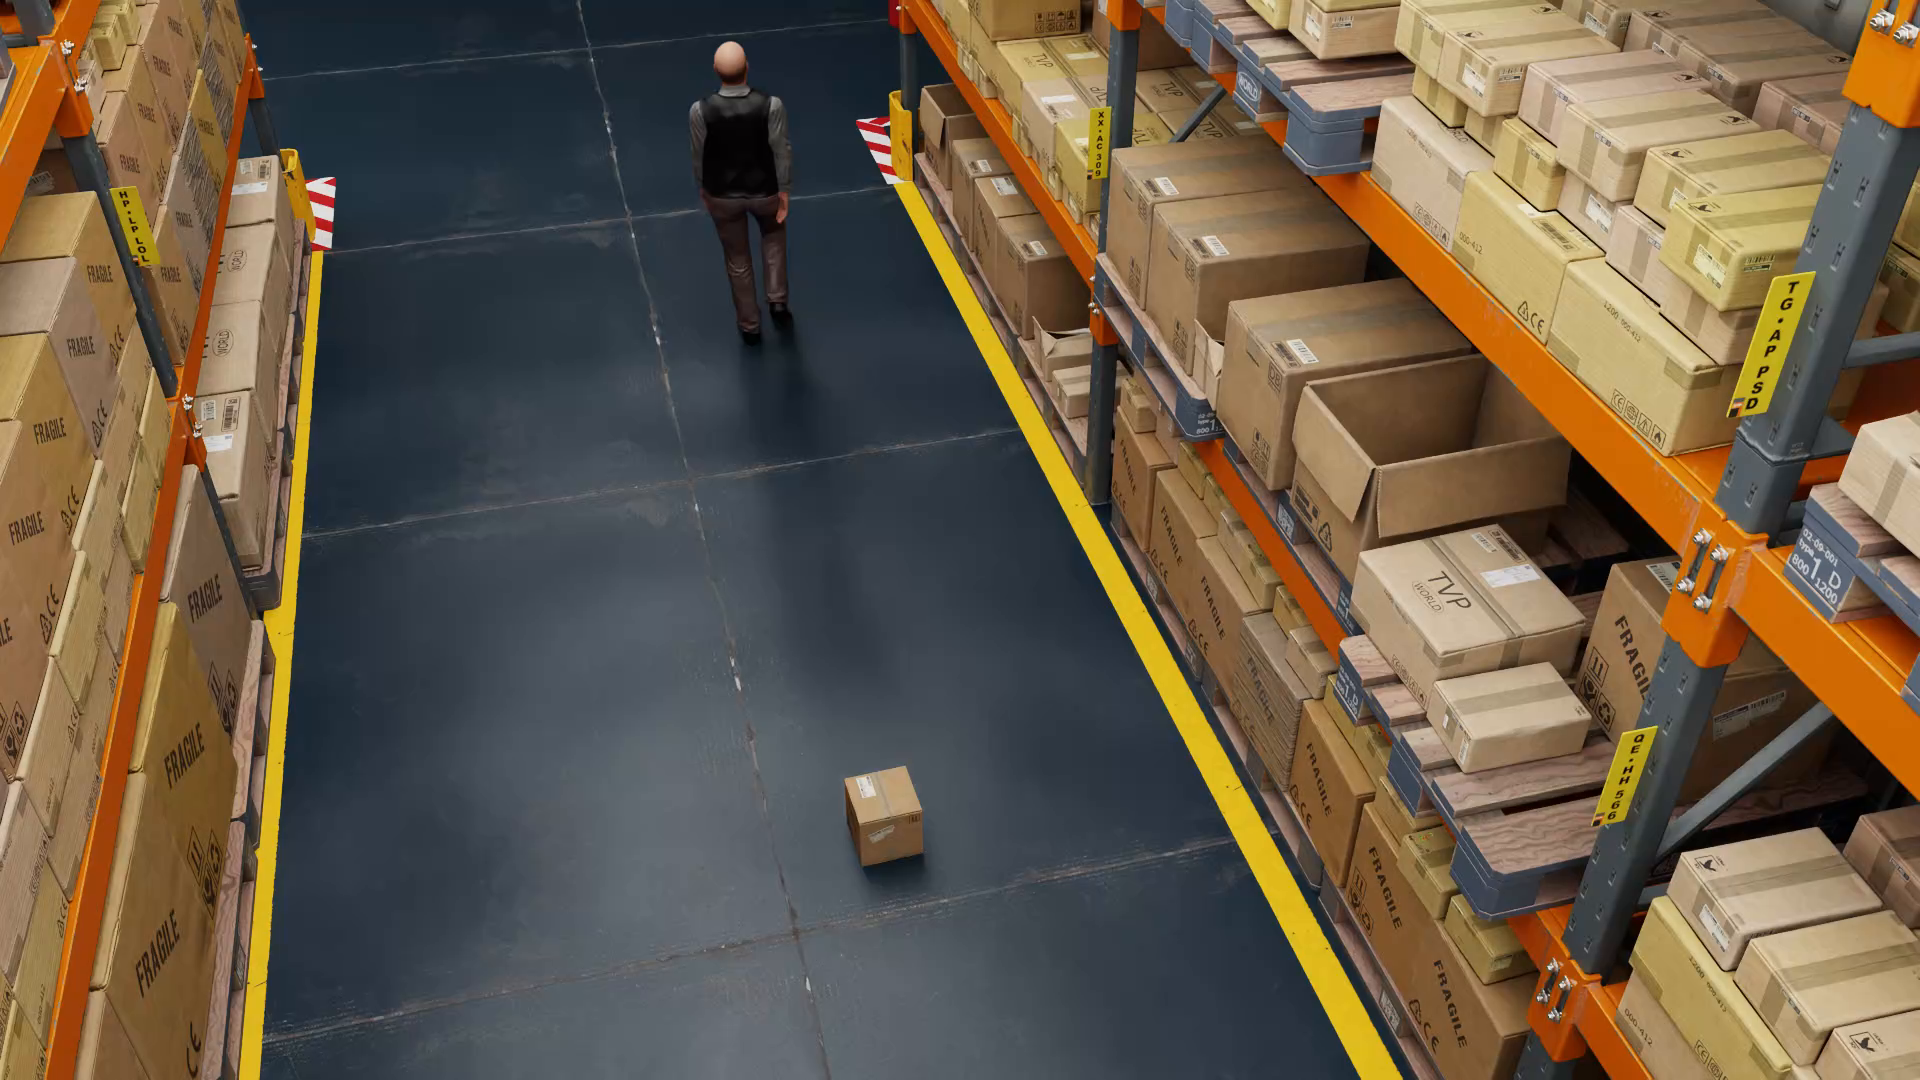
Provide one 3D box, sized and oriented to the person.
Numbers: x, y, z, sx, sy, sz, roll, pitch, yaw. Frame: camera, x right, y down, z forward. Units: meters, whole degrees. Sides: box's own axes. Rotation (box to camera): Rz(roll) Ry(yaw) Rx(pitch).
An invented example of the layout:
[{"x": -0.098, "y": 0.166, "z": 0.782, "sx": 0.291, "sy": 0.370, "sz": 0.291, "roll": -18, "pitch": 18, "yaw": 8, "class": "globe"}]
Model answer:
[{"x": -1.196, "y": -1.926, "z": 9.200, "sx": 0.537, "sy": 1.756, "sz": 0.478, "roll": -7, "pitch": 38, "yaw": -9, "class": "person"}]
